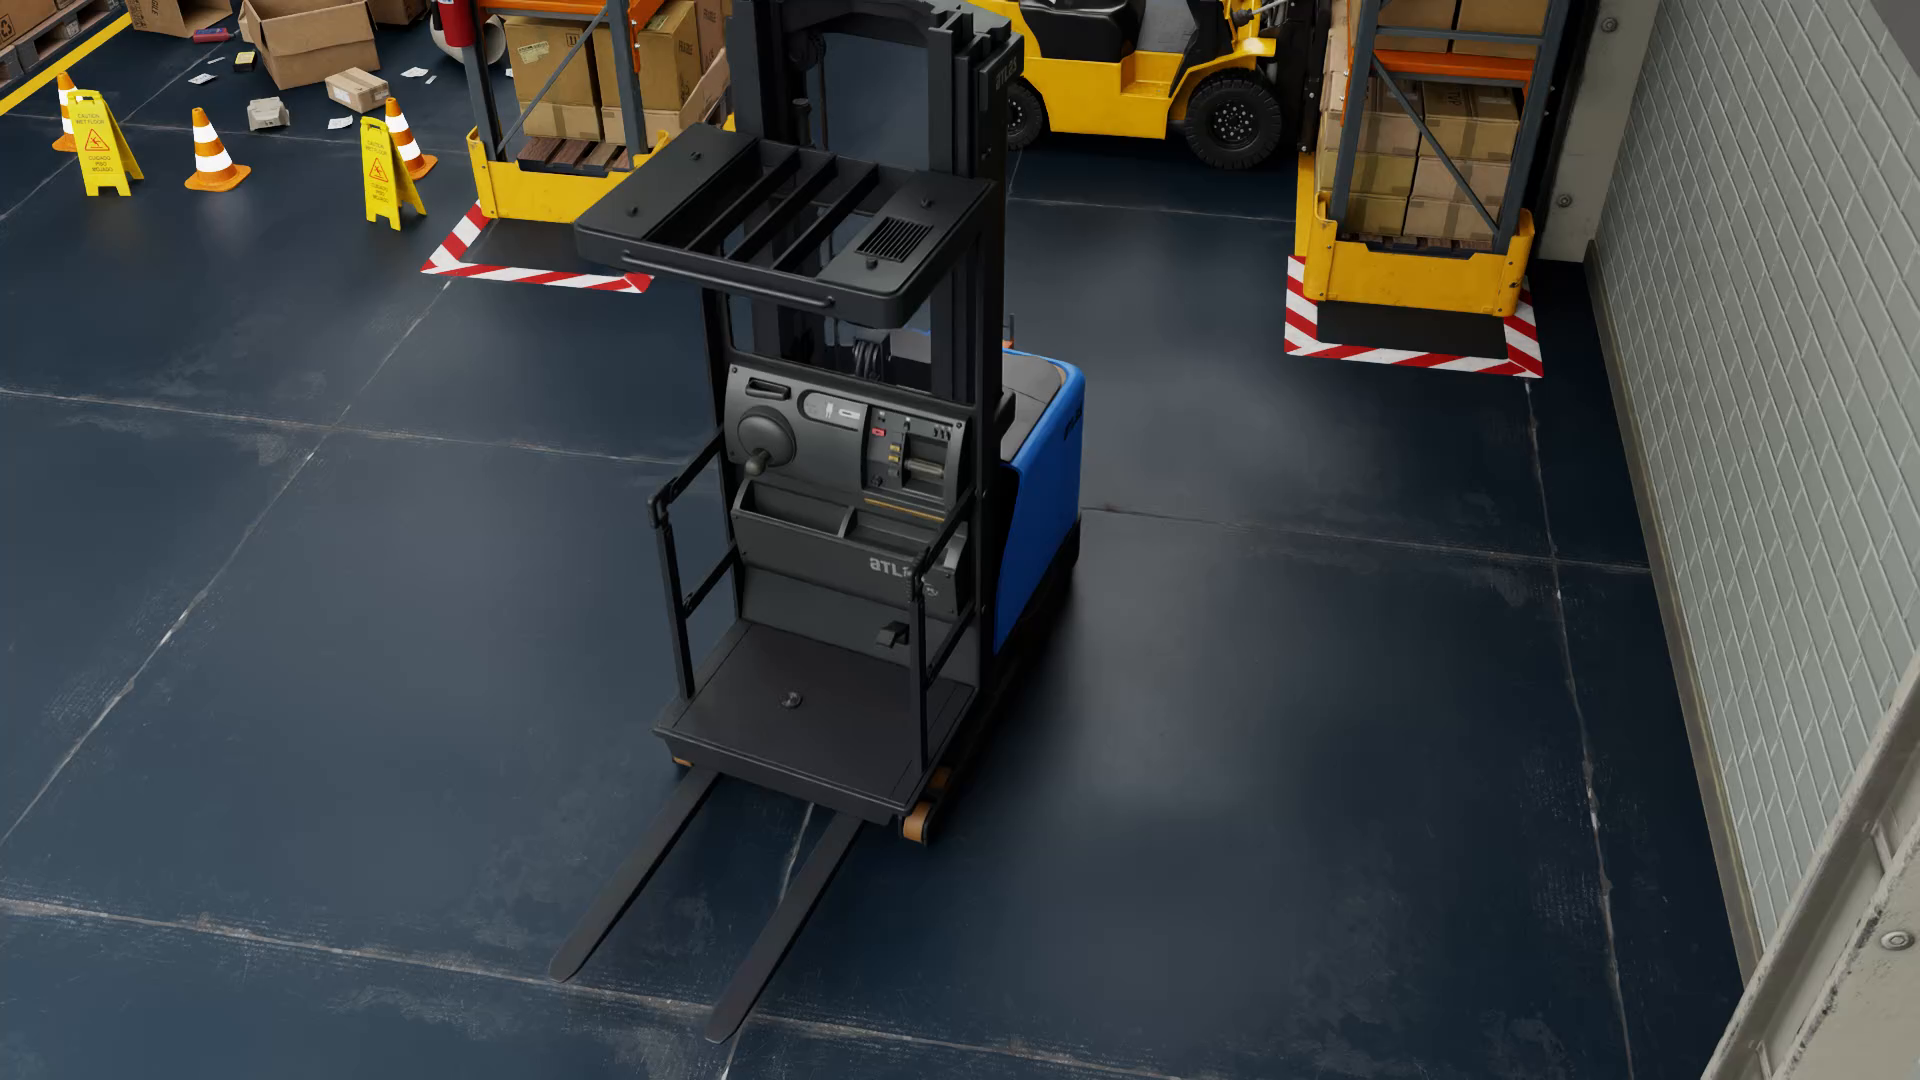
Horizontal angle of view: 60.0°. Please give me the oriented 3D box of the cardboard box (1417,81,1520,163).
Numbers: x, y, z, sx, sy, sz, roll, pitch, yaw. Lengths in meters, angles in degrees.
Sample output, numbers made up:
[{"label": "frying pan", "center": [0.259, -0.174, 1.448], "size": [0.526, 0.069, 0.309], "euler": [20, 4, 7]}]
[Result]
[{"label": "cardboard box", "center": [2.818, -2.346, 9.277], "size": [0.500, 0.250, 0.500], "euler": [6, 40, 7]}]

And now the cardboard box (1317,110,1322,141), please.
[{"label": "cardboard box", "center": [2.509, -2.634, 10.410], "size": [0.500, 0.250, 0.500], "euler": [7, 40, 8]}]

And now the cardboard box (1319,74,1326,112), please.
[{"label": "cardboard box", "center": [2.491, -2.853, 10.282], "size": [0.500, 0.250, 0.500], "euler": [6, 40, 7]}]

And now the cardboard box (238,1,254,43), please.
[{"label": "cardboard box", "center": [-5.025, -3.780, 12.114], "size": [0.396, 0.266, 0.258], "euler": [13, 41, 15]}]

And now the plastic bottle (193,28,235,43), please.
[{"label": "plastic bottle", "center": [-5.452, -3.696, 12.173], "size": [0.283, 0.061, 0.133], "euler": [-6, 40, -8]}]

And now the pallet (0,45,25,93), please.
[{"label": "pallet", "center": [-7.173, -3.041, 11.263], "size": [1.003, 0.211, 1.213], "euler": [6, 40, 8]}]

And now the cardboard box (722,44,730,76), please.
[{"label": "cardboard box", "center": [-1.752, -3.364, 11.293], "size": [0.500, 0.250, 0.500], "euler": [9, 40, 11]}]

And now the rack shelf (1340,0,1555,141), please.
[{"label": "rack shelf", "center": [2.894, -3.556, 10.262], "size": [1.077, 0.370, 4.000], "euler": [6, 40, 8]}]

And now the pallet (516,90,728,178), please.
[{"label": "pallet", "center": [-2.153, -2.602, 10.732], "size": [1.003, 0.211, 1.213], "euler": [6, 40, 8]}]

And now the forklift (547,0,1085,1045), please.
[{"label": "forklift", "center": [-0.500, -0.287, 5.796], "size": [1.130, 2.935, 3.031], "euler": [15, 42, 17]}]

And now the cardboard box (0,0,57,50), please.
[{"label": "cardboard box", "center": [-7.032, -3.934, 11.492], "size": [0.875, 0.875, 0.875], "euler": [6, 40, 7]}]

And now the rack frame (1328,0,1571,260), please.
[{"label": "rack frame", "center": [2.548, -2.578, 8.514], "size": [1.000, 3.000, 0.127], "euler": [6, 40, 8]}]

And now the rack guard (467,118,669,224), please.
[{"label": "rack guard", "center": [-2.328, -2.207, 10.028], "size": [1.175, 0.500, 0.348], "euler": [6, 40, 8]}]

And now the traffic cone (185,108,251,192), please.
[{"label": "traffic cone", "center": [-4.689, -2.466, 10.370], "size": [0.336, 0.463, 0.334], "euler": [6, 40, 8]}]

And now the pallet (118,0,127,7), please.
[{"label": "pallet", "center": [-6.751, -4.572, 13.115], "size": [1.003, 0.211, 1.213], "euler": [6, 40, 8]}]

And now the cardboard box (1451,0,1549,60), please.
[{"label": "cardboard box", "center": [2.907, -2.897, 8.821], "size": [0.500, 0.500, 0.500], "euler": [8, 40, 9]}]

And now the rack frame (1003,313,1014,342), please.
[{"label": "rack frame", "center": [0.145, -0.610, 7.664], "size": [0.200, 1.050, 0.008], "euler": [15, 42, 17]}]

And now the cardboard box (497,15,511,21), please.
[{"label": "cardboard box", "center": [-3.175, -4.149, 12.373], "size": [0.500, 0.500, 0.500], "euler": [-28, 47, -30]}]

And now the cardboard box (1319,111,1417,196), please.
[{"label": "cardboard box", "center": [2.325, -2.213, 9.508], "size": [0.500, 0.250, 0.500], "euler": [6, 40, 7]}]

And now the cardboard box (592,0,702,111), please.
[{"label": "cardboard box", "center": [-1.926, -3.005, 10.270], "size": [0.500, 0.500, 0.500], "euler": [5, 40, 6]}]

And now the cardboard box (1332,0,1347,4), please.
[{"label": "cardboard box", "center": [2.576, -3.345, 10.485], "size": [0.500, 0.250, 0.500], "euler": [6, 40, 7]}]

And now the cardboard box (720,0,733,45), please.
[{"label": "cardboard box", "center": [-1.745, -3.647, 11.047], "size": [0.500, 0.500, 0.500], "euler": [7, 40, 9]}]

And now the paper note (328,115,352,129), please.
[{"label": "paper note", "center": [-4.138, -2.792, 11.102], "size": [0.148, 0.019, 0.142], "euler": [-6, 40, -8]}]

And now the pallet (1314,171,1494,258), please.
[{"label": "pallet", "center": [2.639, -1.988, 9.989], "size": [1.003, 0.211, 1.213], "euler": [6, 40, 8]}]

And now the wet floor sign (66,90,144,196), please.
[{"label": "wet floor sign", "center": [-5.289, -2.462, 10.221], "size": [0.267, 0.644, 0.232], "euler": [0, 40, 0]}]

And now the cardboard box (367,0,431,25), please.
[{"label": "cardboard box", "center": [-4.377, -4.183, 12.307], "size": [0.797, 0.637, 0.503], "euler": [6, 40, 8]}]

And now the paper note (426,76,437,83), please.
[{"label": "paper note", "center": [-3.702, -3.223, 11.640], "size": [0.032, 0.001, 0.123], "euler": [6, 40, 8]}]

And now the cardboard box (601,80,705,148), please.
[{"label": "cardboard box", "center": [-1.929, -2.701, 10.491], "size": [0.500, 0.250, 0.500], "euler": [6, 40, 7]}]

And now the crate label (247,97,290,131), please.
[{"label": "crate label", "center": [-4.614, -2.841, 11.079], "size": [0.250, 0.136, 0.298], "euler": [-13, 41, -15]}]

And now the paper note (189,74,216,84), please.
[{"label": "paper note", "center": [-5.298, -3.231, 11.636], "size": [0.144, 0.017, 0.142], "euler": [20, 44, 23]}]

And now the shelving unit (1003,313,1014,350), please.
[{"label": "shelving unit", "center": [0.097, -0.539, 7.577], "size": [0.215, 1.050, 0.252], "euler": [15, 42, 17]}]

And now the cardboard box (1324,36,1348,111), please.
[{"label": "cardboard box", "center": [2.403, -2.710, 9.717], "size": [0.500, 0.250, 0.500], "euler": [7, 40, 8]}]

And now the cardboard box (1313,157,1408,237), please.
[{"label": "cardboard box", "center": [2.318, -2.010, 9.655], "size": [0.500, 0.250, 0.500], "euler": [7, 40, 8]}]

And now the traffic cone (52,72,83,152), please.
[{"label": "traffic cone", "center": [-5.744, -2.804, 10.779], "size": [0.336, 0.463, 0.334], "euler": [6, 40, 8]}]
